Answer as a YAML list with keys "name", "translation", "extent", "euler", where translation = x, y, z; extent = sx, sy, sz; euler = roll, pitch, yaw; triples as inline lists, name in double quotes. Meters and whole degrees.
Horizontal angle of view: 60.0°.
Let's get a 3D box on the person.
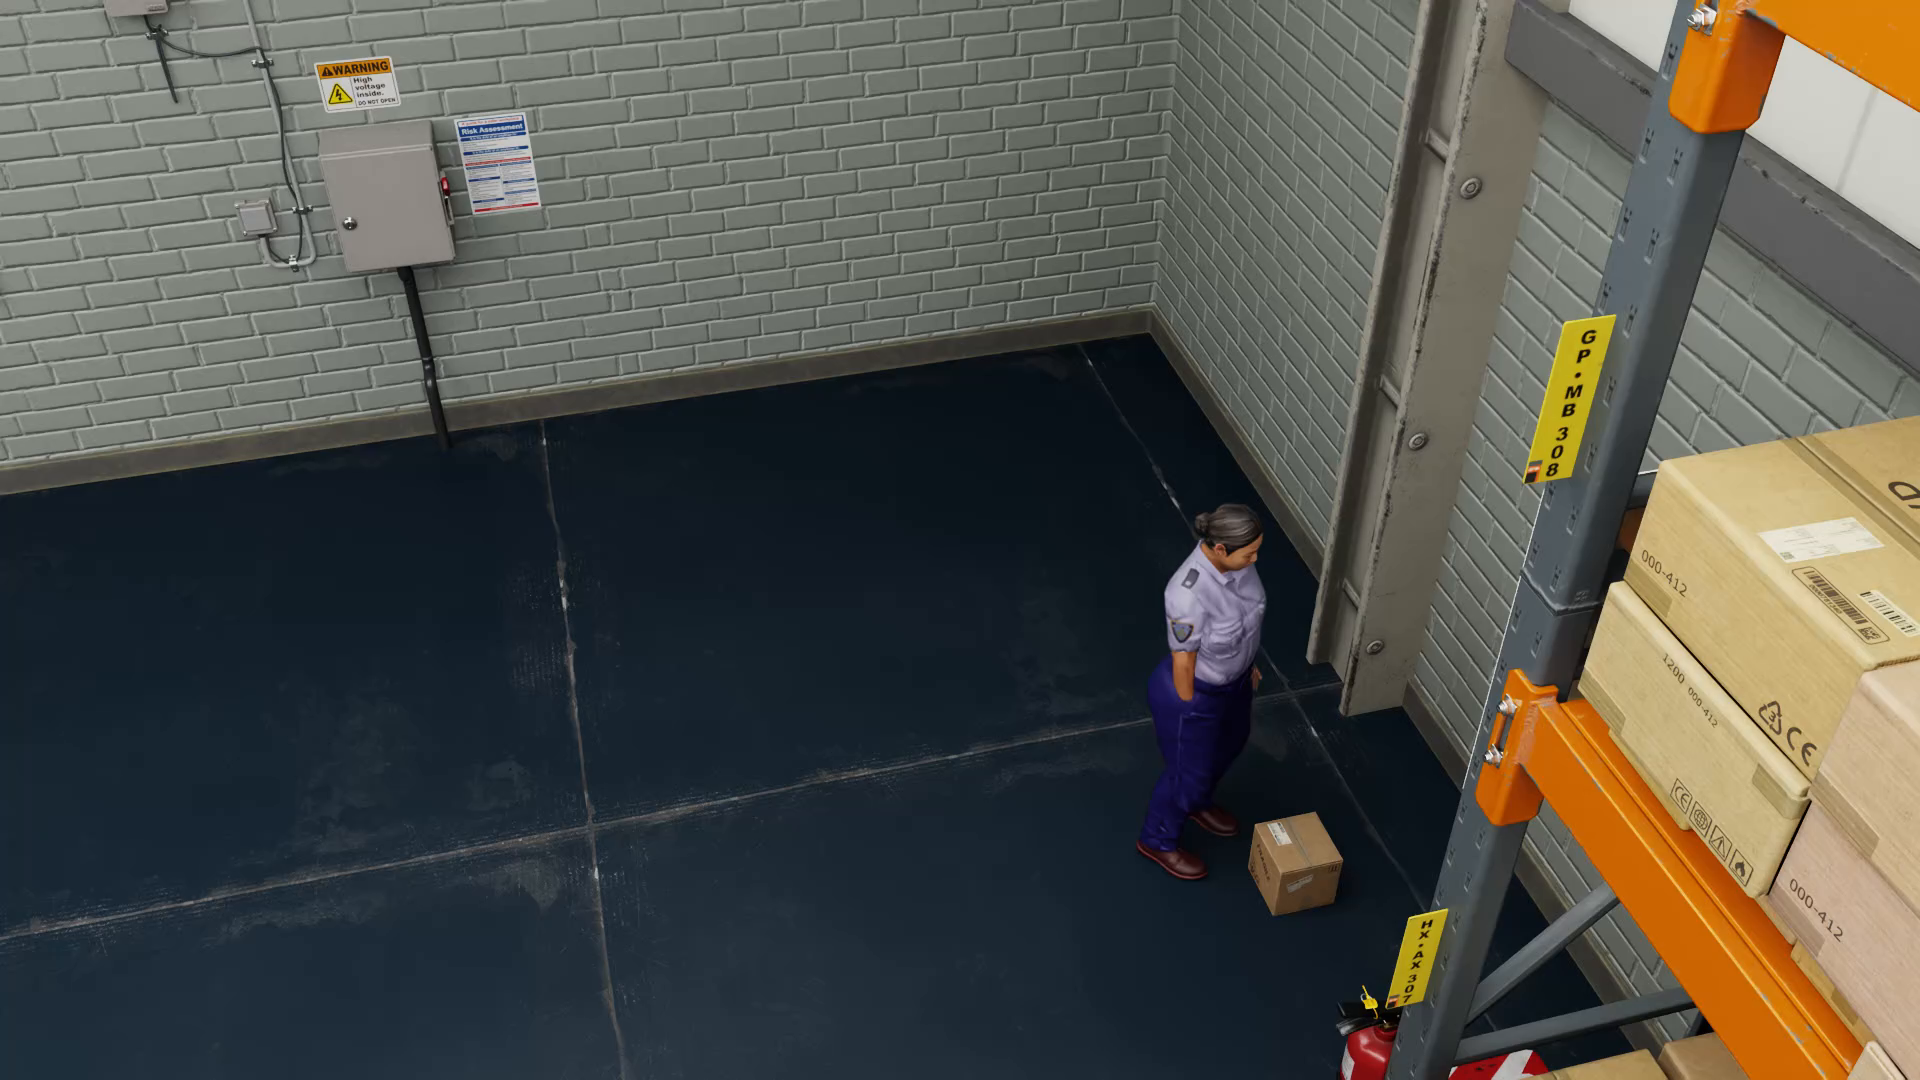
- name: "person"
  translation: [0.902, 0.523, 6.083]
  extent: [0.339, 1.642, 0.476]
  euler: [24, 44, 27]
